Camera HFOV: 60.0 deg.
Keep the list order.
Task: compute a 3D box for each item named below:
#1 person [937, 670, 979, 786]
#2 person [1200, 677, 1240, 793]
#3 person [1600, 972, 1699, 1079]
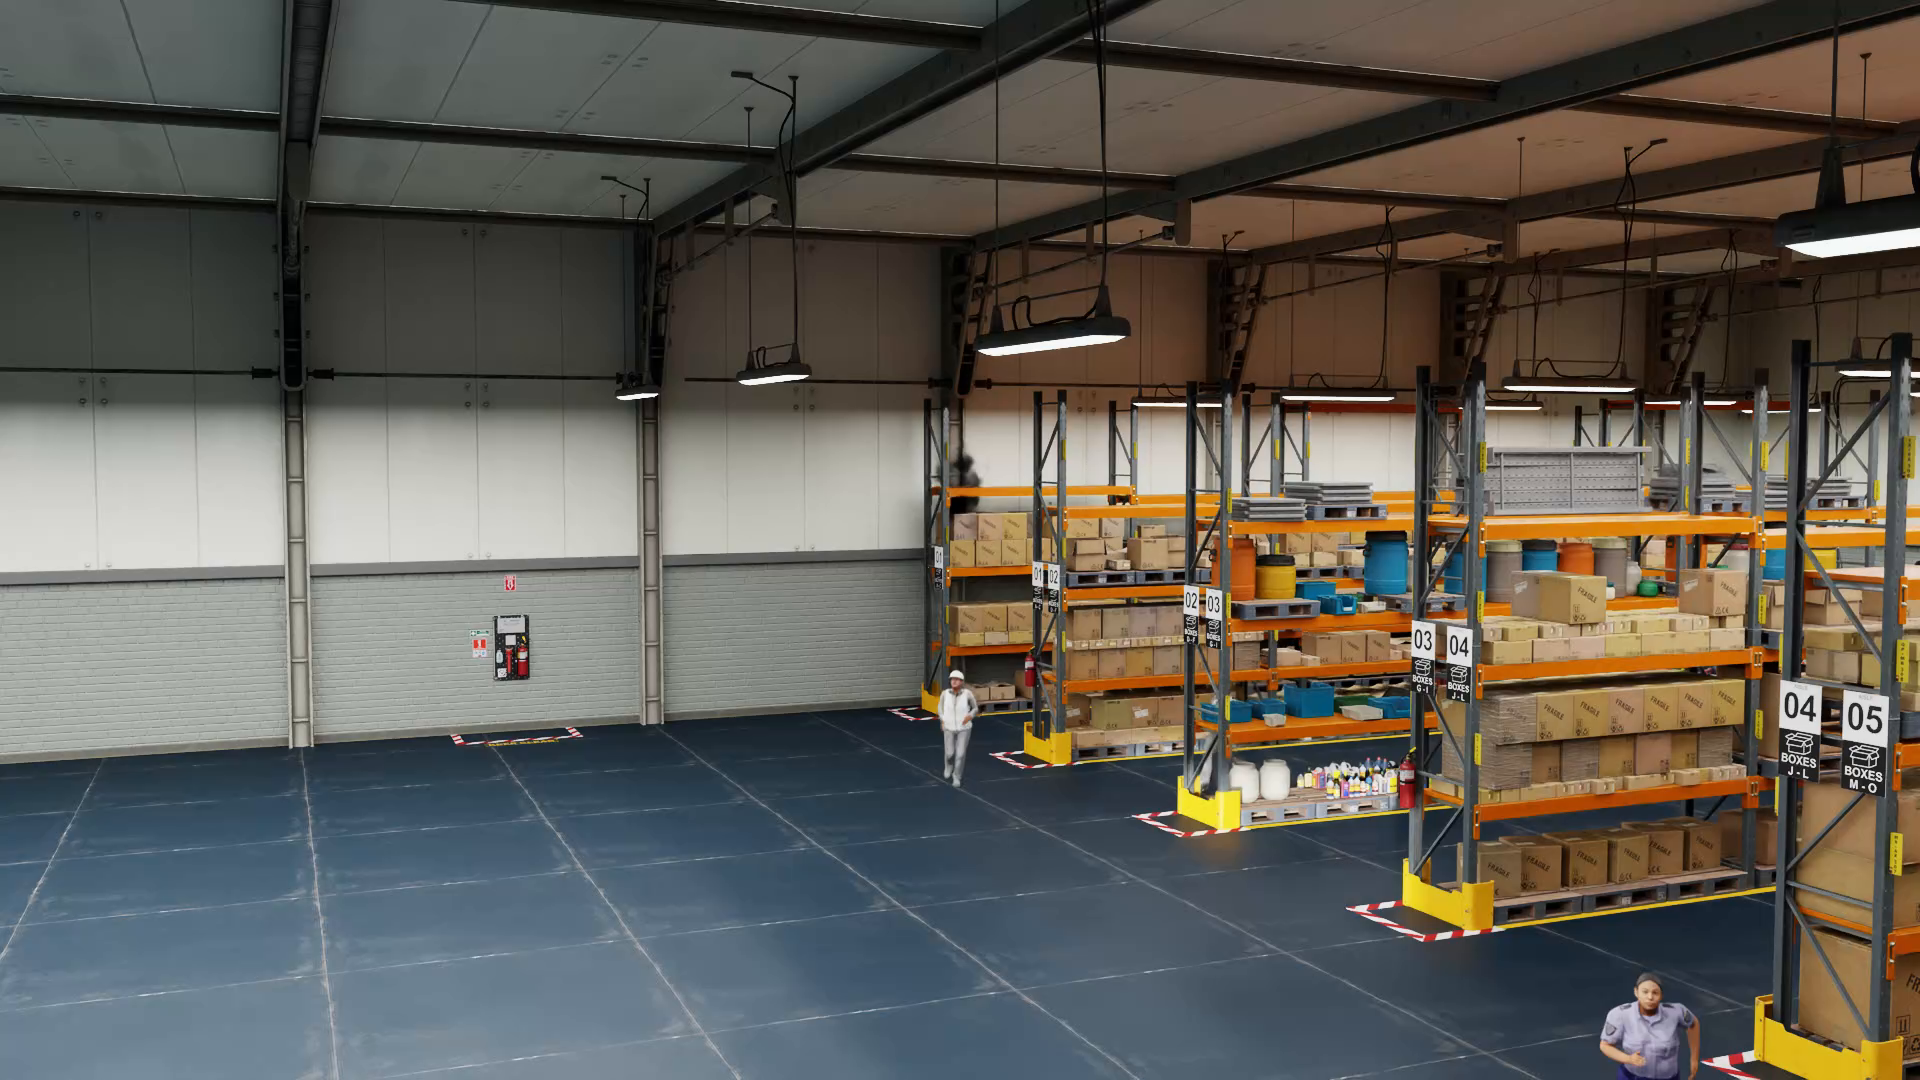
[{"bbox_3d":[-0.037,2.830,24.993,0.652,1.744,0.610,0,3,6],"label":"person"},{"bbox_3d":[3.826,2.861,24.409,0.908,1.711,0.566,-2,4,-27],"label":"person"},{"bbox_3d":[4.617,3.698,11.153,0.626,1.686,0.829,1,4,20],"label":"person"}]
